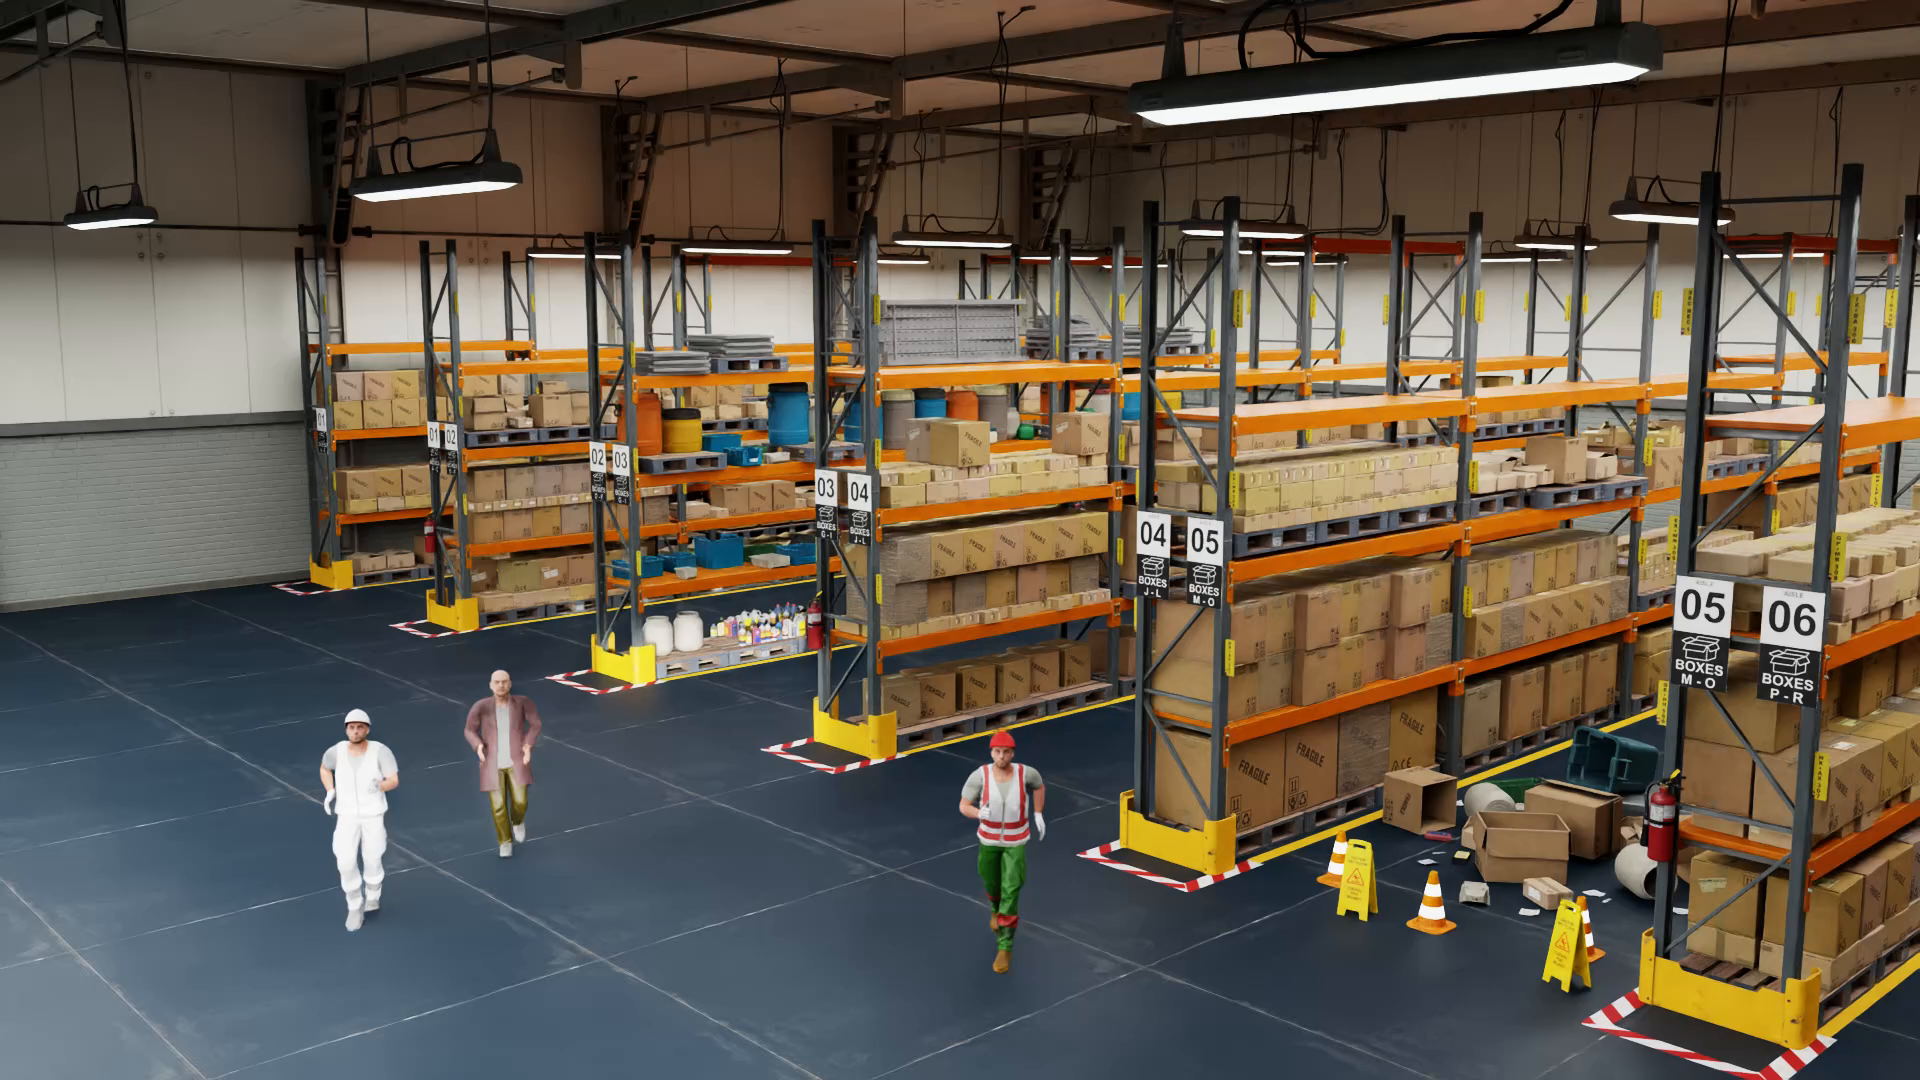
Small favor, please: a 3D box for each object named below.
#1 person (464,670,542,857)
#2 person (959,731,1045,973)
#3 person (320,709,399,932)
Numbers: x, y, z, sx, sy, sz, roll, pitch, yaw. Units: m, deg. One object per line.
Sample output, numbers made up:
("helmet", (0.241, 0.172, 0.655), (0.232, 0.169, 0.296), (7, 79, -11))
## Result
("person", (-4.222, 2.062, 15.406), (0.705, 1.727, 0.660), (-2, 9, -16))
("person", (0.333, 2.352, 13.013), (0.663, 1.782, 0.995), (1, 8, 5))
("person", (-4.932, 2.298, 13.669), (0.633, 1.825, 0.699), (-2, 9, -15))
